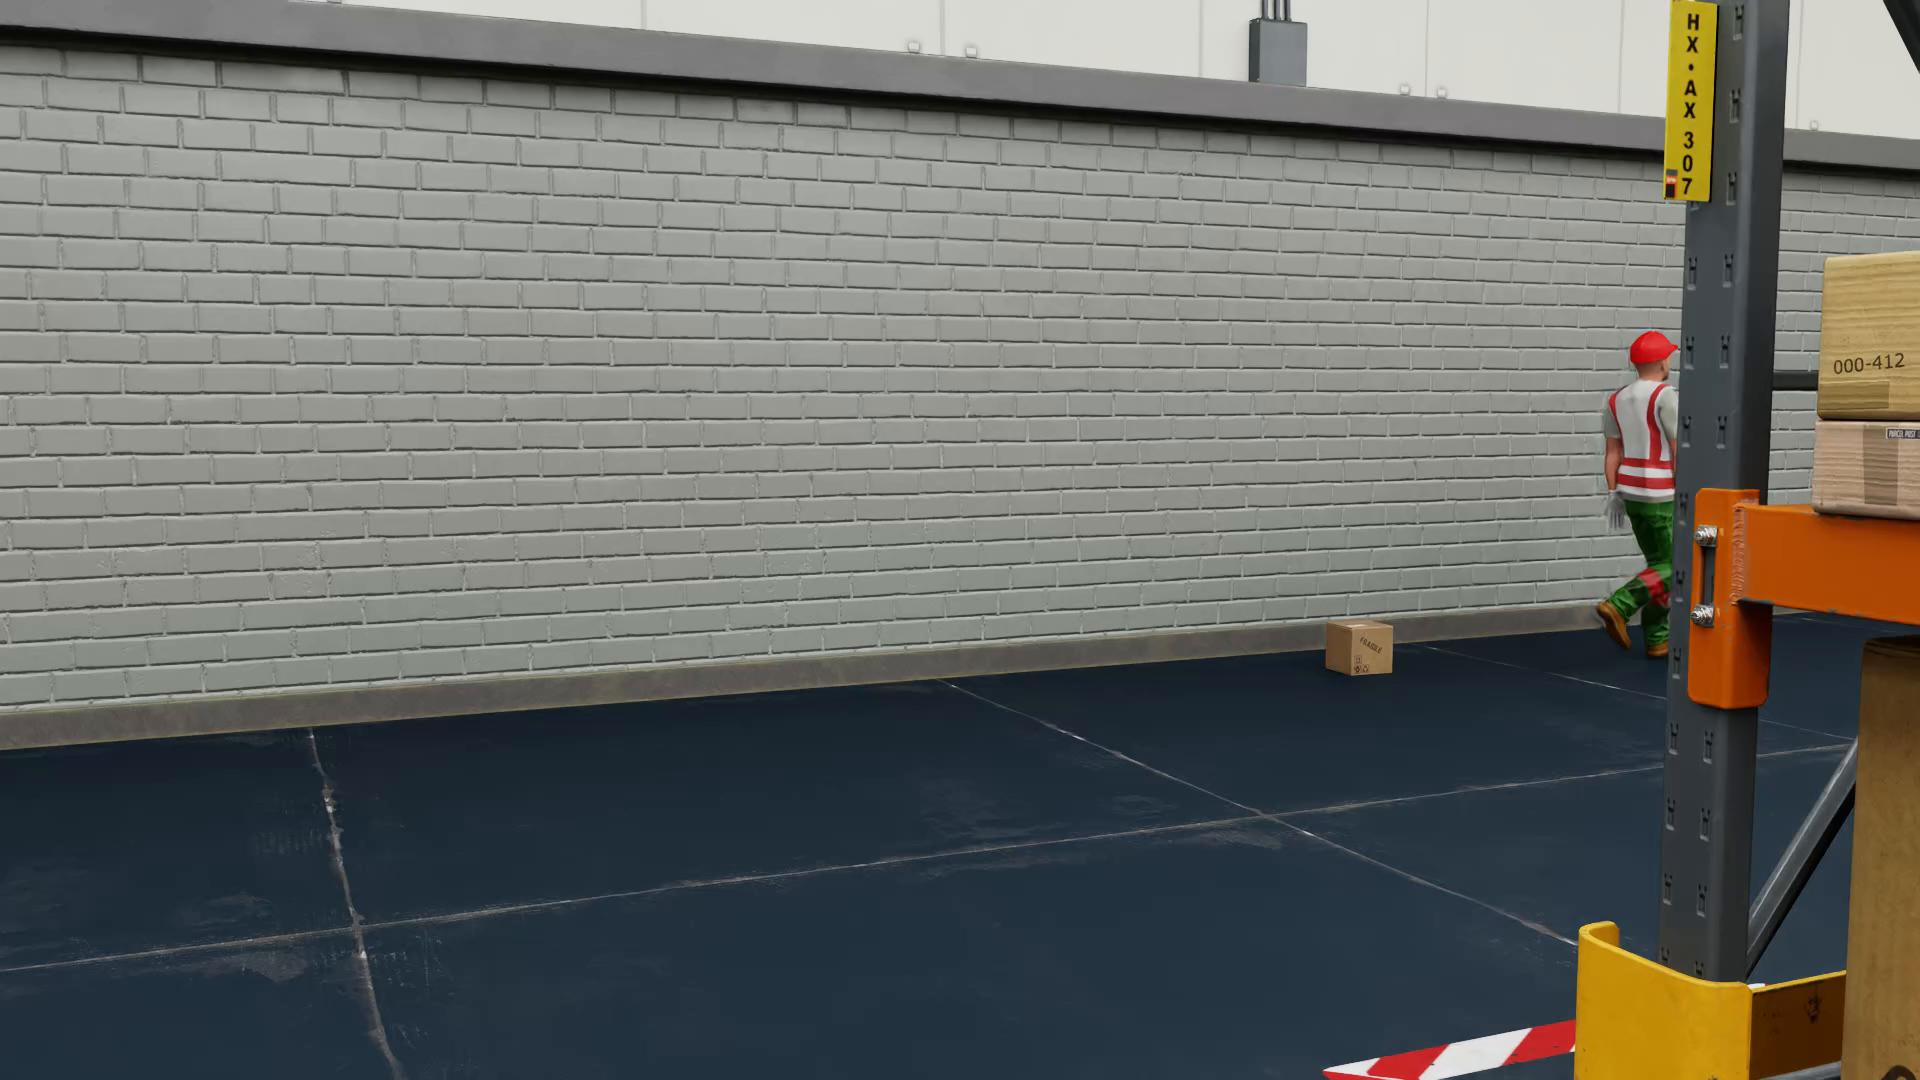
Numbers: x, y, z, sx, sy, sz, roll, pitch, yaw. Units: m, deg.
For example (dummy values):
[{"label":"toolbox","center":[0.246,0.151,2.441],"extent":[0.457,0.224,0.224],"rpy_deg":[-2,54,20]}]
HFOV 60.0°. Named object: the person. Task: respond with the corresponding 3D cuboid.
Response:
[{"label":"person","center":[3.722,-0.234,8.959],"extent":[0.759,1.770,0.543],"rpy_deg":[-2,6,-17]}]
